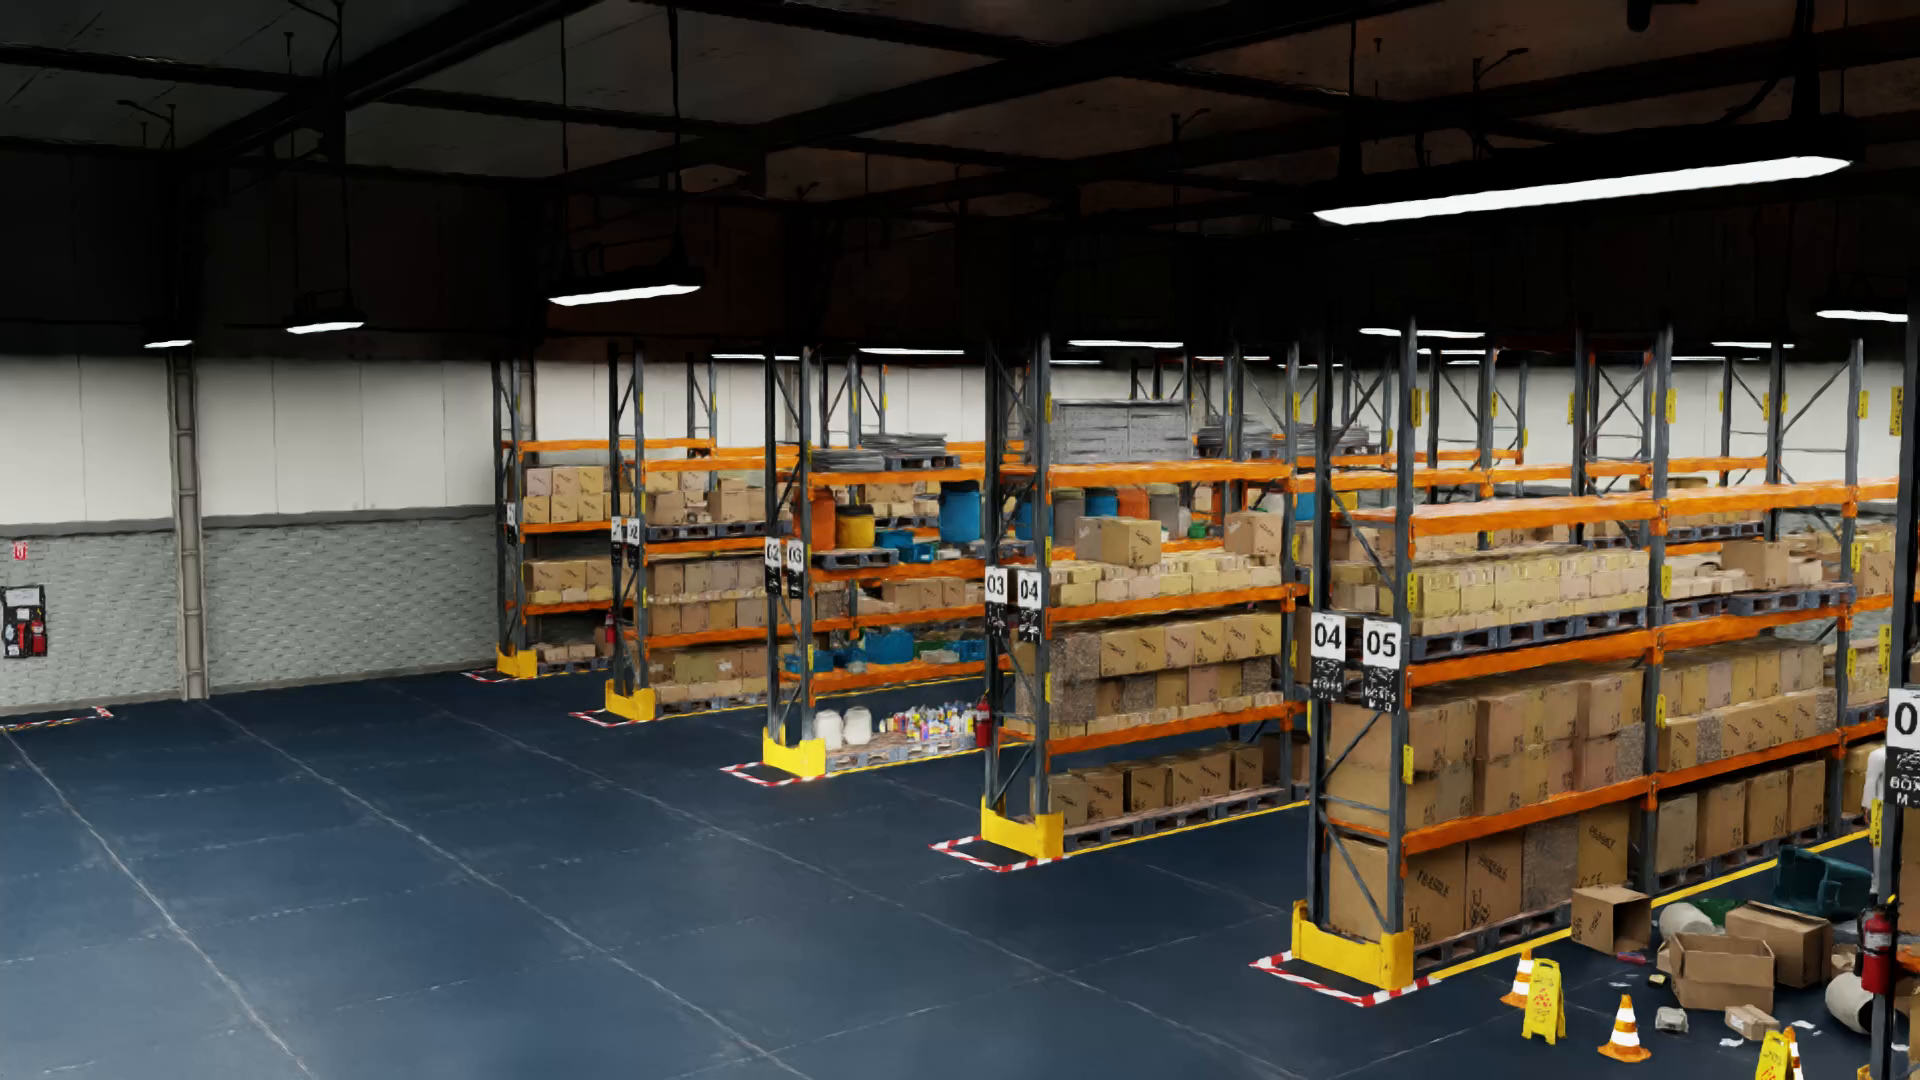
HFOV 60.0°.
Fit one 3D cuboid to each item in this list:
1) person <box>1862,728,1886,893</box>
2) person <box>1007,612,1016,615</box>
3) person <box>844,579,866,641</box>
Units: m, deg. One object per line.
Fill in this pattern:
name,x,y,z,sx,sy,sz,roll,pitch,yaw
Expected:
person,9.608,2.750,17.241,0.636,1.782,0.550,-1,5,-7
person,0.913,1.380,33.382,1.128,1.689,0.575,-4,6,-39
person,-2.027,1.495,32.001,0.552,1.742,0.677,-4,6,-39
